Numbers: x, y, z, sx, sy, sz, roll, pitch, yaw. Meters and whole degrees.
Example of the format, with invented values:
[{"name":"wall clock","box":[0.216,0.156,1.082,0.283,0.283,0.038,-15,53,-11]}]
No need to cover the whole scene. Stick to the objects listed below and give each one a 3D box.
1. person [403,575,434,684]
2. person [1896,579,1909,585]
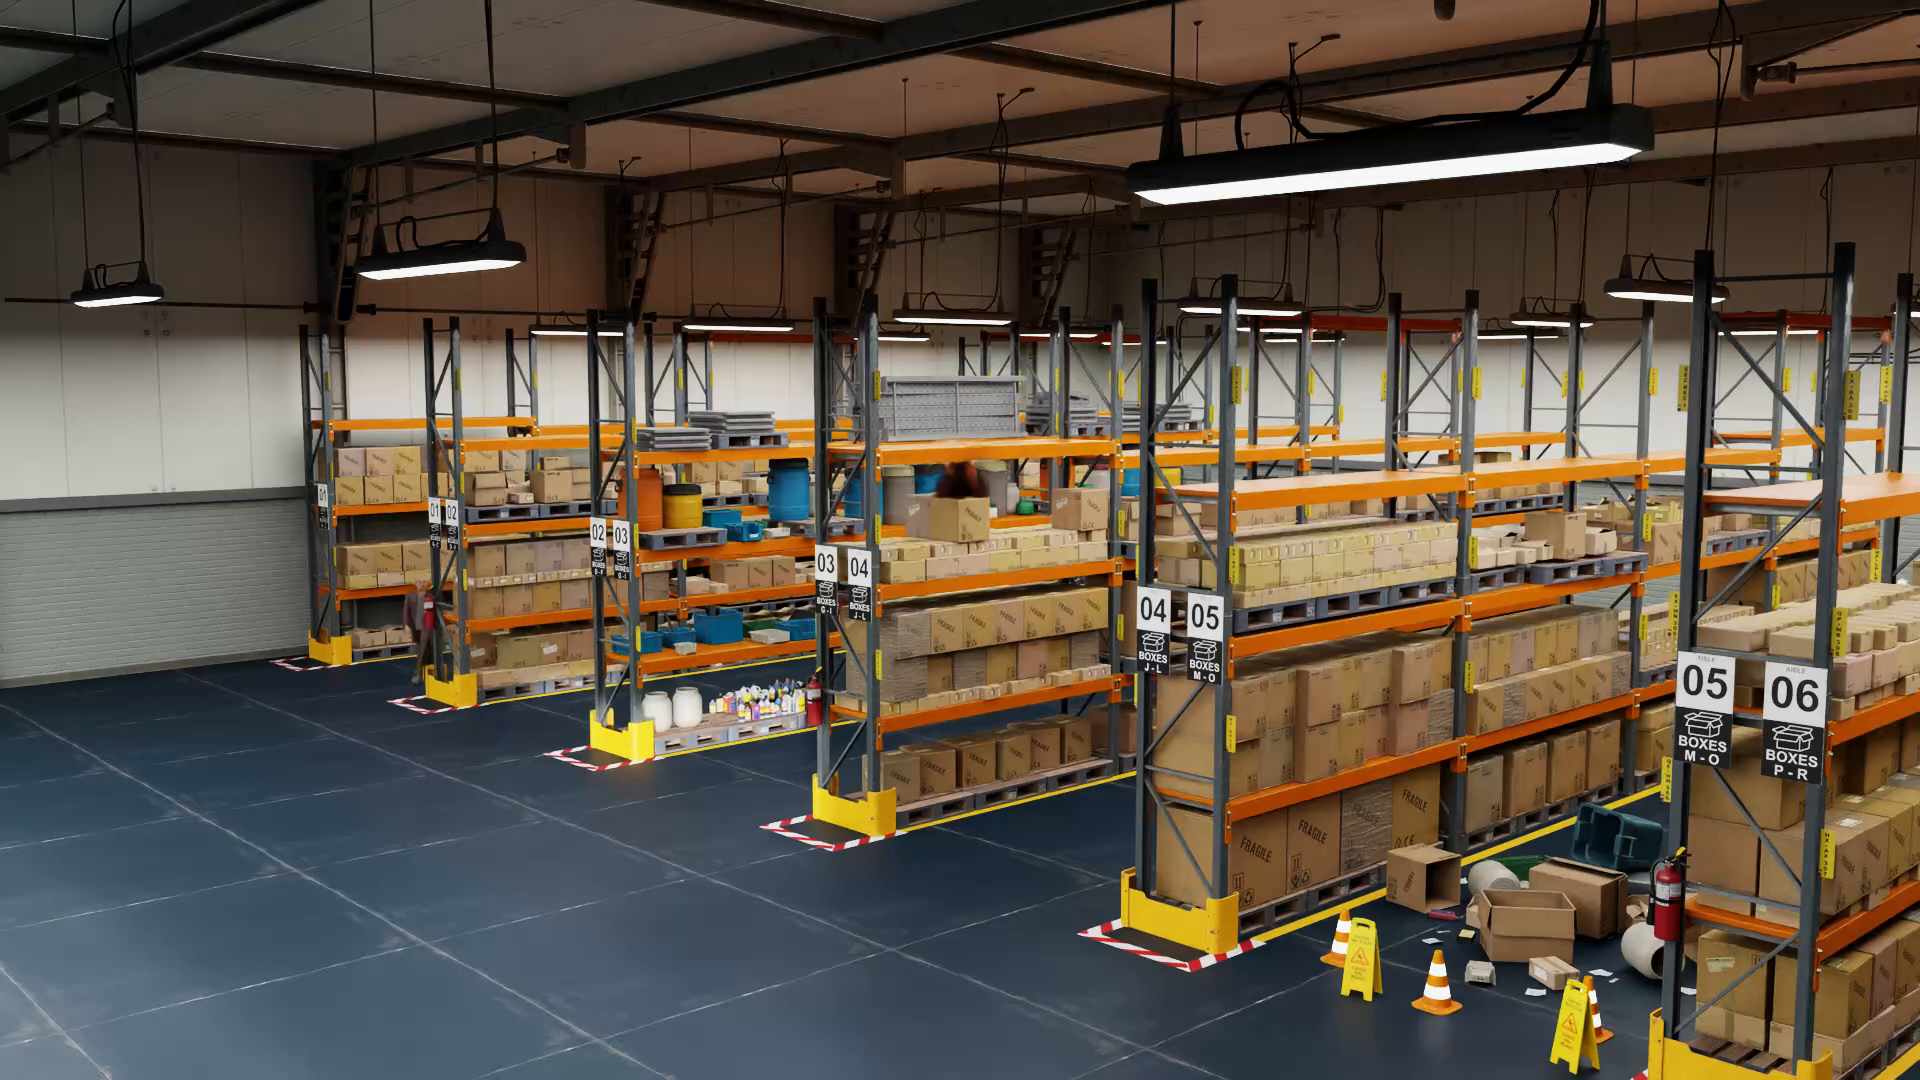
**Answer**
[{"name":"person","box":[-9.048,1.461,27.841,0.549,1.731,1.034,2,6,18]},{"name":"person","box":[15.453,1.501,27.504,1.053,1.727,0.606,-1,6,-7]}]
